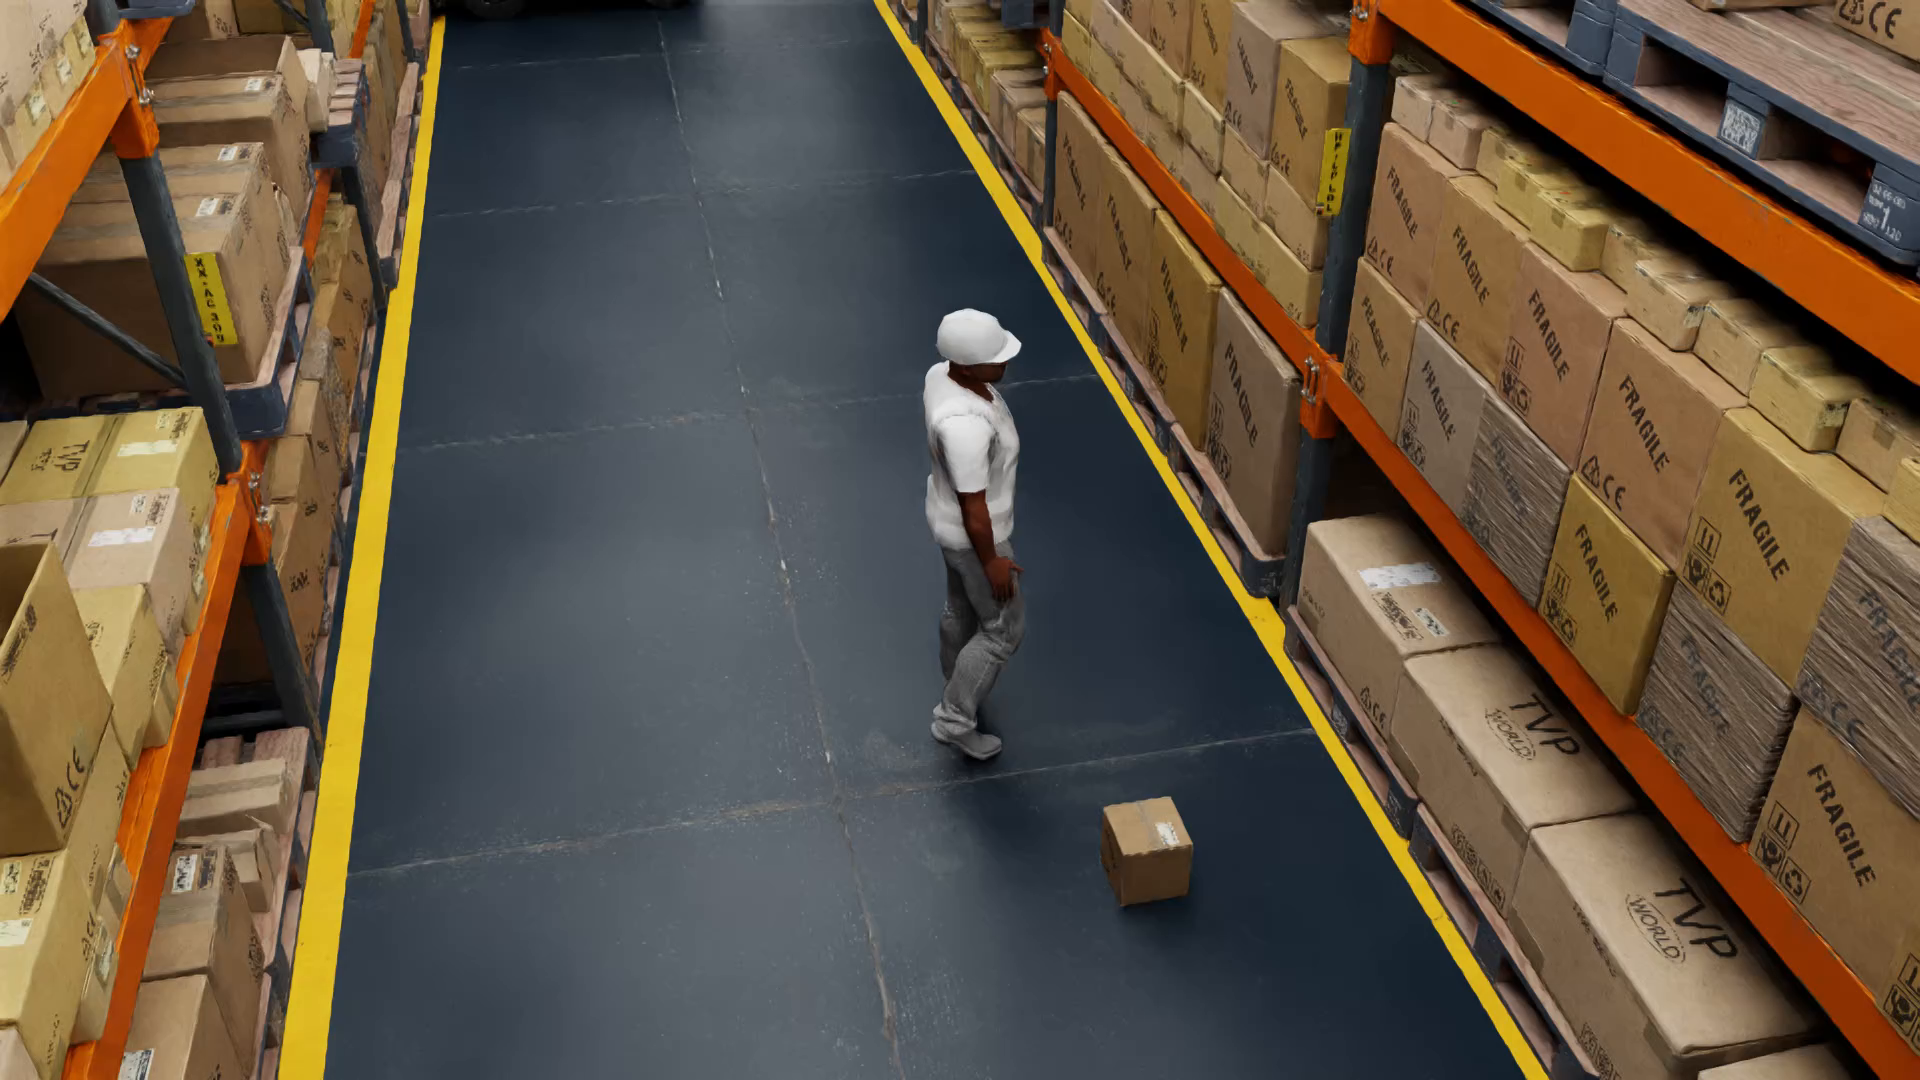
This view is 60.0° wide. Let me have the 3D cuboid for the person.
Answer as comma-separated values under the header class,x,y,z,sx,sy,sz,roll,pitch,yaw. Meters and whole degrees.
class,x,y,z,sx,sy,sz,roll,pitch,yaw
person,0.032,-0.067,6.188,0.378,1.776,0.682,-5,34,-7
